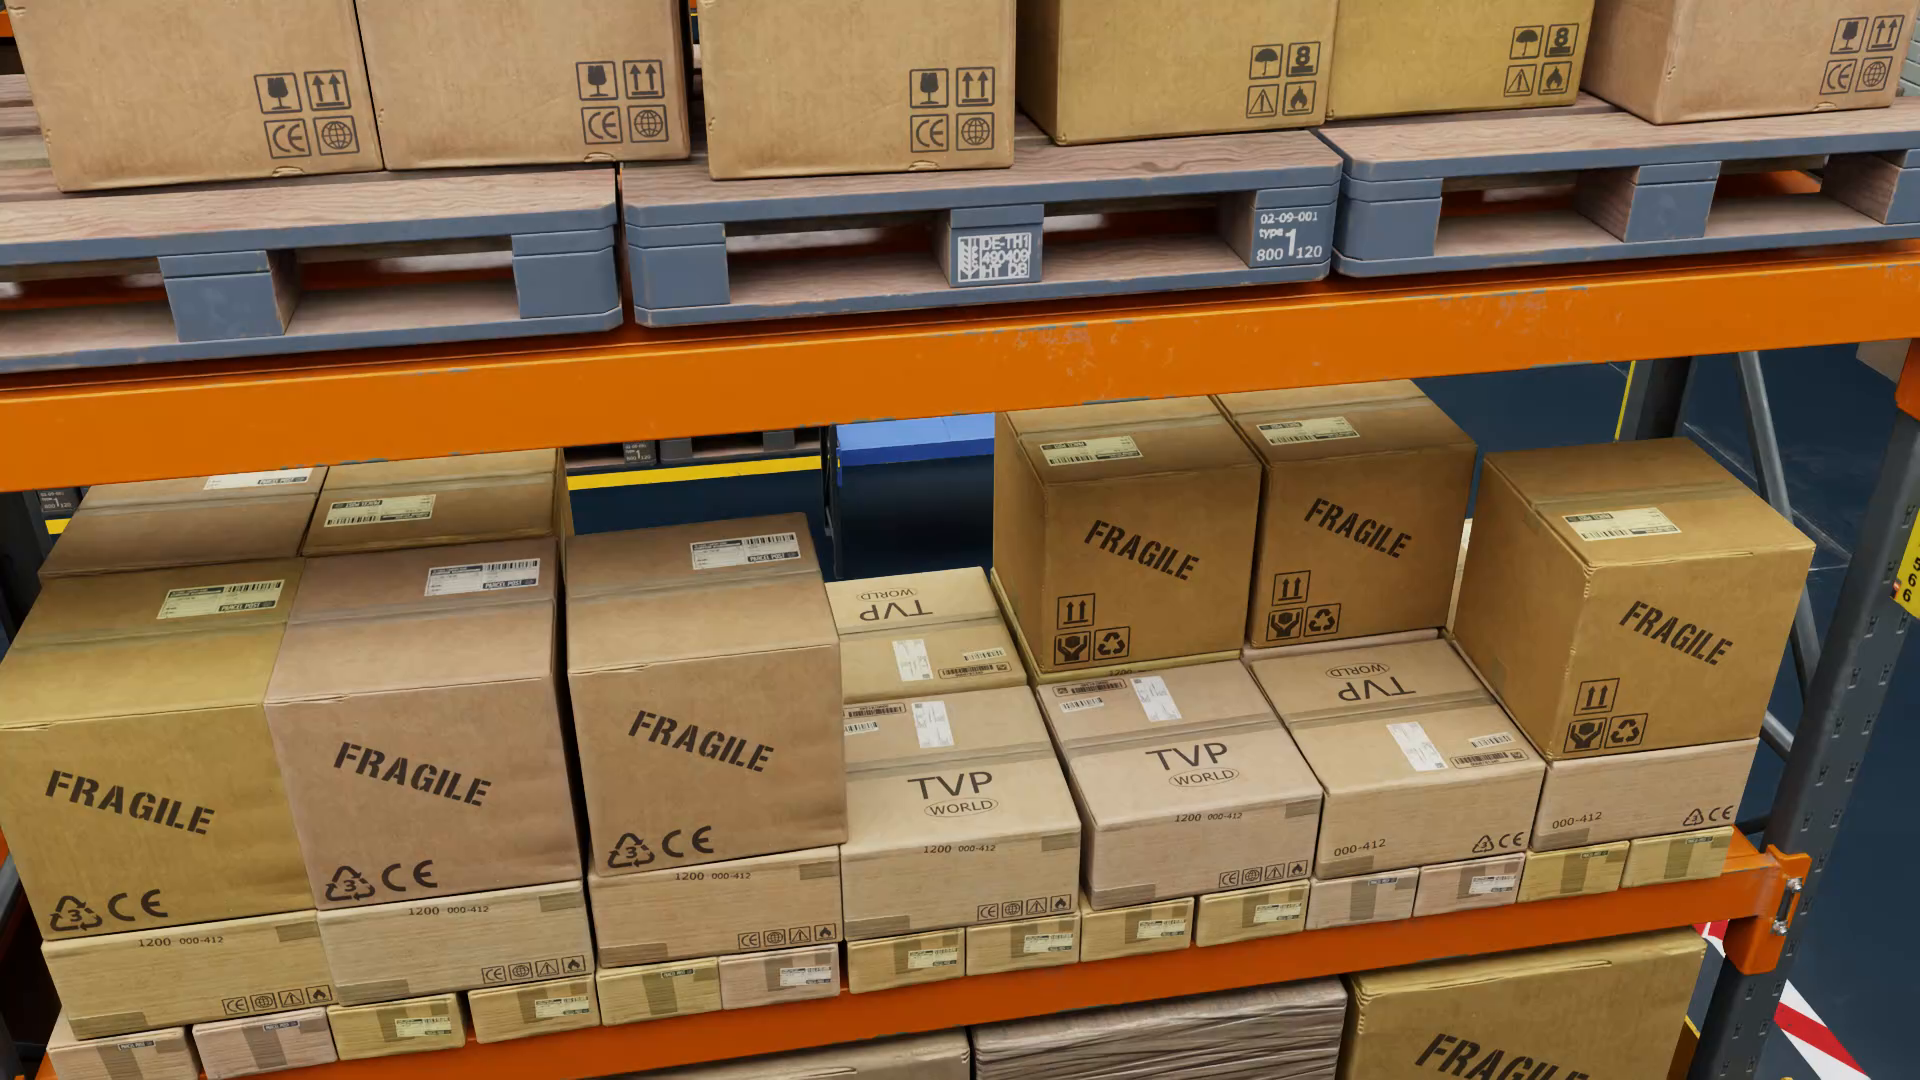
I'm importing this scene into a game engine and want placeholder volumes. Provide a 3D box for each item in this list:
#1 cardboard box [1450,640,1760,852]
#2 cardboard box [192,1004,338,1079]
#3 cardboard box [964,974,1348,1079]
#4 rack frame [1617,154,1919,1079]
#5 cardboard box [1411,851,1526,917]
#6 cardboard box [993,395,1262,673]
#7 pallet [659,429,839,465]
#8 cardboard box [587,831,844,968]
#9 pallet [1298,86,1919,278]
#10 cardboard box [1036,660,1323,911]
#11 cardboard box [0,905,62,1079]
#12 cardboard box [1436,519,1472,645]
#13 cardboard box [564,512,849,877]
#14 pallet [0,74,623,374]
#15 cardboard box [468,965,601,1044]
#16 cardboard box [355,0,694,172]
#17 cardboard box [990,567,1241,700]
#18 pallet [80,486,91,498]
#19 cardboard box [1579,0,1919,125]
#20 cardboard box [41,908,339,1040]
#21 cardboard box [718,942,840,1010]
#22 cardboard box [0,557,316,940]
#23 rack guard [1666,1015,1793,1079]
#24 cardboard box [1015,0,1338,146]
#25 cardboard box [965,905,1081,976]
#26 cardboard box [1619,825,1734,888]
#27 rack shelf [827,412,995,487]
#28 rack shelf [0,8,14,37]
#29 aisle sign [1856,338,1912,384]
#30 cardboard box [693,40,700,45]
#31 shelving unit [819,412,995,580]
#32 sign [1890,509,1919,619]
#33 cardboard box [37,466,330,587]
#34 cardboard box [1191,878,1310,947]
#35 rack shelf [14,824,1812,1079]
[{"bbox_3d":[1.472,0.444,3.891,0.500,0.250,0.500,-6,31,-10],"label":"cardboard box"},{"bbox_3d":[-1.425,0.919,3.476,0.250,0.149,0.380,-6,31,-11],"label":"cardboard box"},{"bbox_3d":[0.391,1.247,4.352,0.875,0.875,0.875,-5,31,-9],"label":"cardboard box"},{"bbox_3d":[1.901,0.331,4.228,0.127,3.000,1.000,-5,31,-9],"label":"rack frame"},{"bbox_3d":[1.106,0.683,3.878,0.250,0.149,0.380,-5,31,-9],"label":"cardboard box"},{"bbox_3d":[0.380,-0.051,3.992,0.500,0.500,0.500,-6,31,-10],"label":"cardboard box"},{"bbox_3d":[-1.007,-0.771,8.853,1.213,0.211,1.003,-5,31,-9],"label":"pallet"},{"bbox_3d":[-0.526,0.627,3.579,0.500,0.250,0.500,-5,31,-8],"label":"cardboard box"},{"bbox_3d":[1.173,-0.851,3.367,1.213,0.211,1.003,-5,31,-9],"label":"pallet"},{"bbox_3d":[0.472,0.536,3.733,0.500,0.250,0.500,-6,31,-11],"label":"cardboard box"},{"bbox_3d":[-2.660,1.499,3.923,0.875,0.875,1.225,-5,31,-9],"label":"cardboard box"},{"bbox_3d":[1.380,0.176,4.345,0.500,0.250,0.500,-6,31,-10],"label":"cardboard box"},{"bbox_3d":[-0.520,0.302,3.392,0.500,0.500,0.500,-6,31,-10],"label":"cardboard box"},{"bbox_3d":[-1.227,-0.628,2.988,1.213,0.211,1.003,-5,31,-9],"label":"pallet"},{"bbox_3d":[-0.907,0.870,3.559,0.250,0.149,0.380,-6,31,-10],"label":"cardboard box"},{"bbox_3d":[-0.745,-1.013,2.942,0.500,0.500,0.700,-4,31,-6],"label":"cardboard box"},{"bbox_3d":[0.375,0.271,4.184,0.500,0.250,0.500,-6,31,-11],"label":"cardboard box"},{"bbox_3d":[-3.692,-0.522,8.429,1.213,0.211,1.003,-5,31,-9],"label":"pallet"},{"bbox_3d":[1.399,-1.155,3.185,0.500,0.500,0.700,-7,31,-12],"label":"cardboard box"},{"bbox_3d":[-1.525,0.720,3.421,0.500,0.250,0.500,-6,31,-10],"label":"cardboard box"},{"bbox_3d":[-0.408,0.824,3.637,0.250,0.149,0.380,-5,31,-8],"label":"cardboard box"},{"bbox_3d":[-1.517,0.393,3.237,0.500,0.500,0.500,-5,31,-9],"label":"cardboard box"},{"bbox_3d":[1.924,1.406,4.866,0.348,0.500,1.175,-5,31,-9],"label":"rack guard"},{"bbox_3d":[0.324,-1.093,3.078,0.500,0.500,0.700,-7,31,-12],"label":"cardboard box"},{"bbox_3d":[0.106,0.775,3.720,0.250,0.149,0.380,-5,31,-8],"label":"cardboard box"},{"bbox_3d":[1.610,0.636,3.958,0.250,0.149,0.380,-5,31,-8],"label":"cardboard box"},{"bbox_3d":[-0.084,-0.484,7.448,1.000,0.185,0.538,-5,31,-9],"label":"rack shelf"},{"bbox_3d":[-5.782,-3.751,11.880,4.000,0.370,1.077,-5,31,-9],"label":"rack shelf"},{"bbox_3d":[2.026,-0.647,3.326,0.004,0.787,0.394,-5,31,-9],"label":"aisle sign"},{"bbox_3d":[-1.967,-3.531,12.825,0.637,0.503,0.797,-5,31,-9],"label":"cardboard box"},{"bbox_3d":[-0.084,-0.639,7.357,1.048,1.500,0.538,-5,31,-9],"label":"shelving unit"},{"bbox_3d":[1.985,0.001,3.413,0.005,0.325,0.100,-5,31,-9],"label":"sign"},{"bbox_3d":[-1.630,0.134,3.678,0.500,0.500,0.500,-4,31,-7],"label":"cardboard box"},{"bbox_3d":[0.605,0.730,3.798,0.250,0.149,0.380,-6,31,-10],"label":"cardboard box"},{"bbox_3d":[-0.067,0.823,4.100,4.000,0.370,1.077,-5,31,-9],"label":"rack shelf"}]
